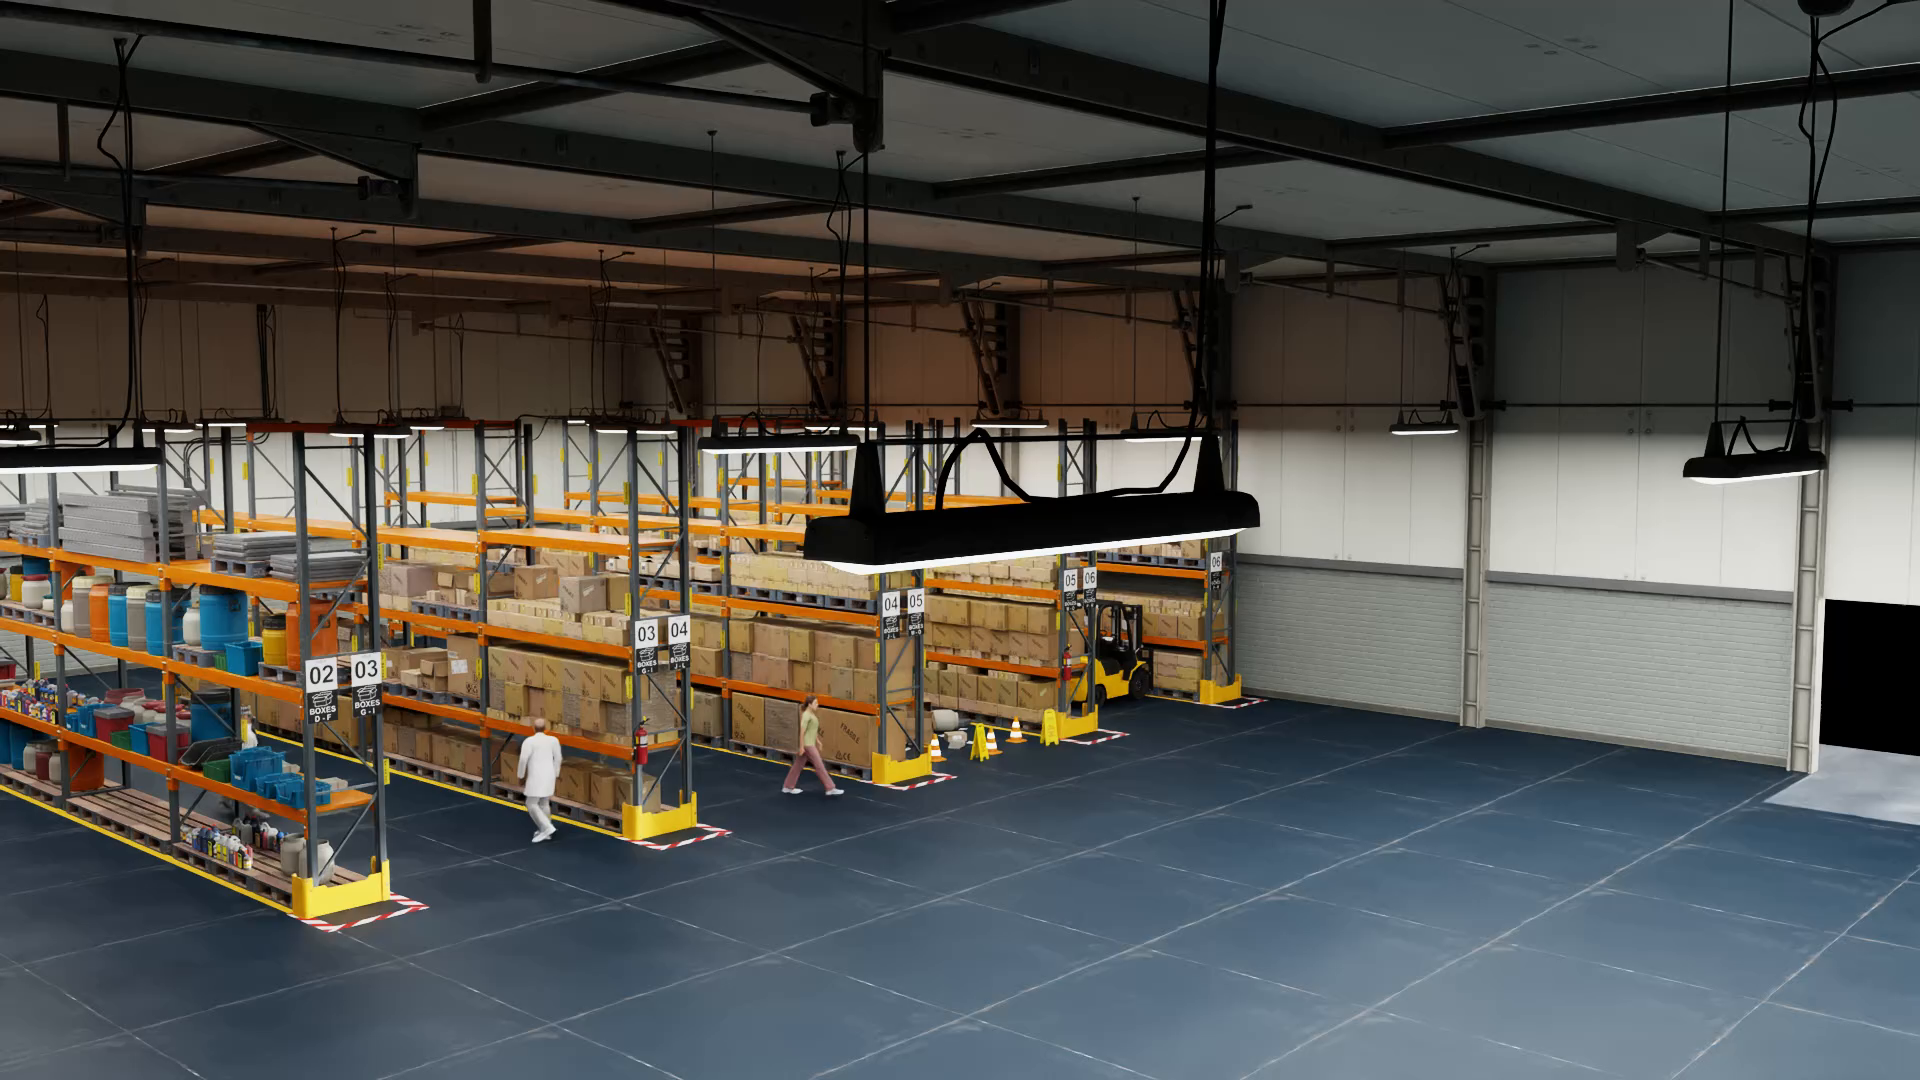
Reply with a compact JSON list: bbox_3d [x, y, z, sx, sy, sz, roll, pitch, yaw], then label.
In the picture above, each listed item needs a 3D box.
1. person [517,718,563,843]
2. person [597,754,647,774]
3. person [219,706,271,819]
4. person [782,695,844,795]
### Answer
[{"bbox_3d":[-6.038,3.481,24.120,0.740,1.745,0.613,4,6,43],"label":"person"},{"bbox_3d":[-5.754,3.130,28.337,1.008,1.705,0.598,1,5,11],"label":"person"},{"bbox_3d":[-10.963,3.379,25.454,1.104,1.703,0.616,1,5,18],"label":"person"},{"bbox_3d":[-2.379,3.302,26.847,1.005,1.615,0.483,0,5,-5],"label":"person"}]
